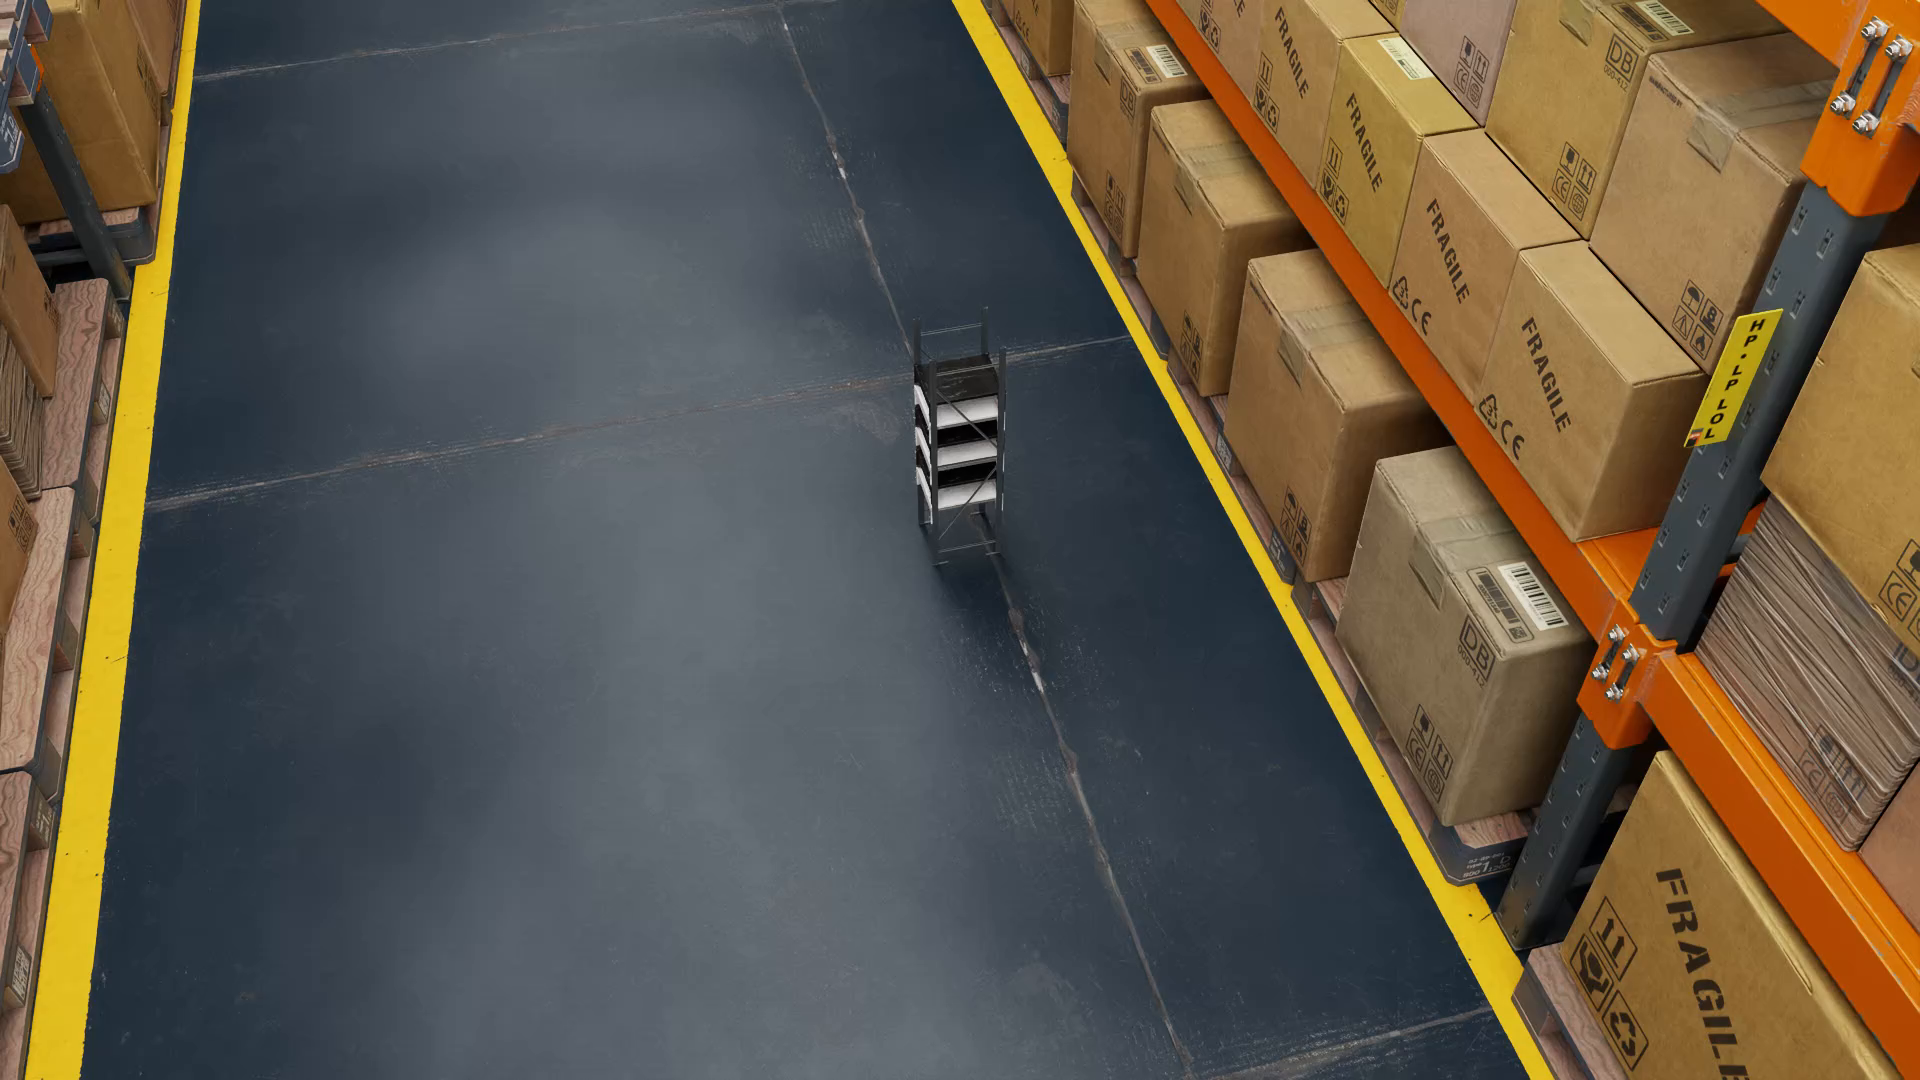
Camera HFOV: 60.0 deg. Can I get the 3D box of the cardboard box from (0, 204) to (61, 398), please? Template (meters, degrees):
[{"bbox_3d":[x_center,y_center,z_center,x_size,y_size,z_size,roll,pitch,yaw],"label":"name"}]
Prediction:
[{"bbox_3d":[-3.646,-0.779,5.856,0.700,0.500,0.500,-13,47,-12],"label":"cardboard box"}]

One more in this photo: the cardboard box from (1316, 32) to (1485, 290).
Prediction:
[{"bbox_3d":[1.357,-1.079,4.637,0.500,0.500,0.500,-10,46,-10],"label":"cardboard box"}]

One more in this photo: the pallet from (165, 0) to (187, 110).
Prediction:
[{"bbox_3d":[-4.275,-2.382,7.937,1.003,0.211,1.213,-11,47,-10],"label":"pallet"}]

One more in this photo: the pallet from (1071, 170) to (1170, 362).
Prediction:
[{"bbox_3d":[1.113,-1.262,6.839,1.003,0.211,1.213,-11,47,-10],"label":"pallet"}]

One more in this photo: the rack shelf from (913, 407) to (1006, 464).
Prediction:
[{"bbox_3d":[-0.002,-0.360,5.394,0.258,0.077,0.200,-11,47,-10],"label":"rack shelf"}]

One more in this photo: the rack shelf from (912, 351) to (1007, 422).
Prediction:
[{"bbox_3d":[-0.002,-0.486,5.265,0.258,0.077,0.200,-11,47,-10],"label":"rack shelf"}]

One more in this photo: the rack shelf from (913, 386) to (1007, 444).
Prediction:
[{"bbox_3d":[-0.002,-0.423,5.329,0.258,0.077,0.200,-11,47,-10],"label":"rack shelf"}]

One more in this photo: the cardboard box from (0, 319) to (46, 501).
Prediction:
[{"bbox_3d":[-3.492,-0.399,5.483,0.700,0.500,0.500,-14,47,-14],"label":"cardboard box"}]

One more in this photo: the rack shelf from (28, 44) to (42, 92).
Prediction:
[{"bbox_3d":[-3.325,-0.327,4.474,1.077,0.370,4.000,-11,47,-10],"label":"rack shelf"}]

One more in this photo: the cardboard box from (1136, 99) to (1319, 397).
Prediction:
[{"bbox_3d":[1.280,-1.116,6.025,1.050,0.750,0.750,-10,46,-10],"label":"cardboard box"}]

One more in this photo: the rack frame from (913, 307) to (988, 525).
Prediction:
[{"bbox_3d":[-0.028,-0.391,5.503,0.240,0.900,0.006,-11,47,-10],"label":"rack frame"}]

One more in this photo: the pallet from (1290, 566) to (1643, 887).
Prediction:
[{"bbox_3d":[1.737,0.422,5.188,1.003,0.211,1.213,-11,47,-10],"label":"pallet"}]

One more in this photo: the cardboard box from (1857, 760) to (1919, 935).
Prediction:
[{"bbox_3d":[2.276,0.541,3.015,0.875,0.550,0.550,-11,47,-10],"label":"cardboard box"}]

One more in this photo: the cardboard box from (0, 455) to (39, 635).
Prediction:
[{"bbox_3d":[-3.340,-0.009,5.100,0.700,0.500,0.500,-7,46,-7],"label":"cardboard box"}]

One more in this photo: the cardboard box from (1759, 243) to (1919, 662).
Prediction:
[{"bbox_3d":[2.069,-0.204,2.989,0.875,0.550,0.550,-11,47,-10],"label":"cardboard box"}]

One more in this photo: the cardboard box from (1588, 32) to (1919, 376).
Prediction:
[{"bbox_3d":[1.875,-0.761,3.626,0.700,0.500,0.500,-11,47,-11],"label":"cardboard box"}]

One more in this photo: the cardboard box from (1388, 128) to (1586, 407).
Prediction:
[{"bbox_3d":[1.486,-0.730,4.295,0.500,0.500,0.500,-11,47,-11],"label":"cardboard box"}]

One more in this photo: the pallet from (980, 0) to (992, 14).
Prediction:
[{"bbox_3d":[0.476,-3.201,8.739,1.003,0.211,1.213,-11,47,-10],"label":"pallet"}]

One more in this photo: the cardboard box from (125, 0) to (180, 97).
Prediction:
[{"bbox_3d":[-4.214,-2.460,7.254,1.225,0.875,0.875,-11,47,-10],"label":"cardboard box"}]

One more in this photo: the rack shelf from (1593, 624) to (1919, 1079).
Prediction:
[{"bbox_3d":[2.520,1.598,2.587,1.077,0.370,4.000,-11,47,-10],"label":"rack shelf"}]

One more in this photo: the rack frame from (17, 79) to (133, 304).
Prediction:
[{"bbox_3d":[-3.837,-1.959,5.570,1.000,3.000,0.127,-11,47,-10],"label":"rack frame"}]

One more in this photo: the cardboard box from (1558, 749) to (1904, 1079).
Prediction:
[{"bbox_3d":[2.101,1.009,3.855,0.875,0.875,0.875,-10,46,-10],"label":"cardboard box"}]

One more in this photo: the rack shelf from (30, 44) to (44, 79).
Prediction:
[{"bbox_3d":[-4.349,-3.088,7.180,1.077,0.370,4.000,-11,47,-10],"label":"rack shelf"}]

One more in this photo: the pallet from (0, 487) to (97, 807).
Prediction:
[{"bbox_3d":[-3.330,0.397,5.213,1.003,0.211,1.213,-11,47,-10],"label":"pallet"}]

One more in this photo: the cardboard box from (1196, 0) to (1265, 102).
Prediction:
[{"bbox_3d":[1.099,-1.773,5.318,0.500,0.500,0.500,-11,47,-10],"label":"cardboard box"}]

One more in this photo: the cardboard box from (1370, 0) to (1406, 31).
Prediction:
[{"bbox_3d":[1.484,-1.814,4.657,0.700,0.500,0.500,-11,47,-11],"label":"cardboard box"}]

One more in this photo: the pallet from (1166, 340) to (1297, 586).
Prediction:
[{"bbox_3d":[1.421,-0.422,6.015,1.003,0.211,1.213,-11,47,-10],"label":"pallet"}]

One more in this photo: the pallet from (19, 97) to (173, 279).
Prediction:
[{"bbox_3d":[-3.966,-1.541,7.113,1.003,0.211,1.213,-11,47,-10],"label":"pallet"}]

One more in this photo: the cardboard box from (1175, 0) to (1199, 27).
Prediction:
[{"bbox_3d":[0.970,-2.121,5.659,0.500,0.500,0.500,-11,47,-11],"label":"cardboard box"}]

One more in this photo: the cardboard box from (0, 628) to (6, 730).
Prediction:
[{"bbox_3d":[-3.197,0.377,4.723,0.700,0.500,0.500,-14,47,-14],"label":"cardboard box"}]

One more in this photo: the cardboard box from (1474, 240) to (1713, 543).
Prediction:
[{"bbox_3d":[1.616,-0.381,3.953,0.500,0.500,0.500,-11,47,-11],"label":"cardboard box"}]

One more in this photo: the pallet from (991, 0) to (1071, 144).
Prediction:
[{"bbox_3d":[0.785,-2.360,7.915,1.003,0.211,1.213,-11,47,-10],"label":"pallet"}]

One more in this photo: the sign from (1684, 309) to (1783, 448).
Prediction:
[{"bbox_3d":[1.486,-0.306,3.195,0.100,0.325,0.005,-11,47,-10],"label":"sign"}]

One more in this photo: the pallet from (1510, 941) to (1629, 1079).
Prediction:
[{"bbox_3d":[2.127,1.481,4.151,1.003,0.211,1.213,-11,47,-10],"label":"pallet"}]

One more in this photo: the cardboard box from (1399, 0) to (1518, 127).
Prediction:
[{"bbox_3d":[1.612,-1.465,4.315,0.700,0.500,0.500,-10,46,-10],"label":"cardboard box"}]

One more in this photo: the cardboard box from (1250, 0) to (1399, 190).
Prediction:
[{"bbox_3d":[1.225,-1.429,4.980,0.500,0.500,0.500,-11,47,-11],"label":"cardboard box"}]

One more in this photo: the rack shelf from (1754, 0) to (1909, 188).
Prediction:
[{"bbox_3d":[1.496,-2.214,4.223,1.077,0.370,4.000,-11,47,-10],"label":"rack shelf"}]

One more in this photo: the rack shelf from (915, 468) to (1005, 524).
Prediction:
[{"bbox_3d":[-0.002,-0.171,5.586,0.258,0.077,0.200,-11,47,-10],"label":"rack shelf"}]

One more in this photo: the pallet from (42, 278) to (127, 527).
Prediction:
[{"bbox_3d":[-3.638,-0.443,6.037,1.003,0.211,1.213,-11,47,-10],"label":"pallet"}]

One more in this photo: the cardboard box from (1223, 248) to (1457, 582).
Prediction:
[{"bbox_3d":[1.518,-0.473,5.395,1.050,0.750,0.750,-11,47,-10],"label":"cardboard box"}]

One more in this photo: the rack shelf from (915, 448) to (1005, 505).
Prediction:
[{"bbox_3d":[-0.002,-0.234,5.522,0.258,0.077,0.200,-11,47,-10],"label":"rack shelf"}]

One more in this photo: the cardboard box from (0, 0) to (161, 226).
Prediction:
[{"bbox_3d":[-3.994,-1.843,6.649,1.225,0.875,0.875,-13,47,-12],"label":"cardboard box"}]

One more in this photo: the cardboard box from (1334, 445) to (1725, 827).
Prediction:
[{"bbox_3d":[1.762,0.194,4.741,1.050,0.750,0.750,-11,47,-11],"label":"cardboard box"}]

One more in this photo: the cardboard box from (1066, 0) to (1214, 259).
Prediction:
[{"bbox_3d":[1.053,-1.719,6.616,1.050,0.750,0.750,-11,47,-11],"label":"cardboard box"}]

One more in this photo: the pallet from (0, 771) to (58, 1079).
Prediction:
[{"bbox_3d":[-3.014,1.241,4.386,1.003,0.211,1.213,-11,47,-10],"label":"pallet"}]

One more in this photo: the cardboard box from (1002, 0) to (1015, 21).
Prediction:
[{"bbox_3d":[0.433,-2.834,7.883,0.500,0.500,0.500,-9,46,-9],"label":"cardboard box"}]

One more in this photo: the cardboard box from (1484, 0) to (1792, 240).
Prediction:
[{"bbox_3d":[1.741,-1.116,3.974,0.700,0.500,0.500,-11,47,-11],"label":"cardboard box"}]

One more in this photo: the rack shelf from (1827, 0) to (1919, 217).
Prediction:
[{"bbox_3d":[2.520,0.548,1.516,1.077,0.370,4.000,-11,47,-10],"label":"rack shelf"}]

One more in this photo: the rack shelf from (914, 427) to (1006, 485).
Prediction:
[{"bbox_3d":[-0.002,-0.297,5.458,0.258,0.077,0.200,-11,47,-10],"label":"rack shelf"}]

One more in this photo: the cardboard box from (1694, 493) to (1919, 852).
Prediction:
[{"bbox_3d":[2.114,0.165,3.383,0.875,0.550,0.550,-11,47,-10],"label":"cardboard box"}]

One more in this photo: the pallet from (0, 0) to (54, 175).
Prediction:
[{"bbox_3d":[-3.552,-1.420,5.175,1.213,0.211,1.003,-11,47,-10],"label":"pallet"}]

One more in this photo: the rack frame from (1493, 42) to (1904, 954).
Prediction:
[{"bbox_3d":[2.008,-0.035,3.684,1.000,3.000,0.127,-11,47,-10],"label":"rack frame"}]

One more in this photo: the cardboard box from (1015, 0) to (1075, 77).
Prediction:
[{"bbox_3d":[0.562,-2.475,7.531,0.500,0.500,0.500,-11,47,-11],"label":"cardboard box"}]

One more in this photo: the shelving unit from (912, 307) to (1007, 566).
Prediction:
[{"bbox_3d":[-0.002,-0.321,5.434,0.258,0.900,0.210,-11,47,-10],"label":"shelving unit"}]

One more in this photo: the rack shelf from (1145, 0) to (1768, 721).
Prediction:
[{"bbox_3d":[1.496,-1.164,5.294,1.077,0.370,4.000,-11,47,-10],"label":"rack shelf"}]

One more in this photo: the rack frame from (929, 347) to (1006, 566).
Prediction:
[{"bbox_3d":[0.024,-0.250,5.365,0.240,0.900,0.006,-11,47,-10],"label":"rack frame"}]

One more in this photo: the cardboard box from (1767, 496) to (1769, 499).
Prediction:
[{"bbox_3d":[2.133,-0.482,4.052,0.500,0.500,0.500,-10,46,-10],"label":"cardboard box"}]
